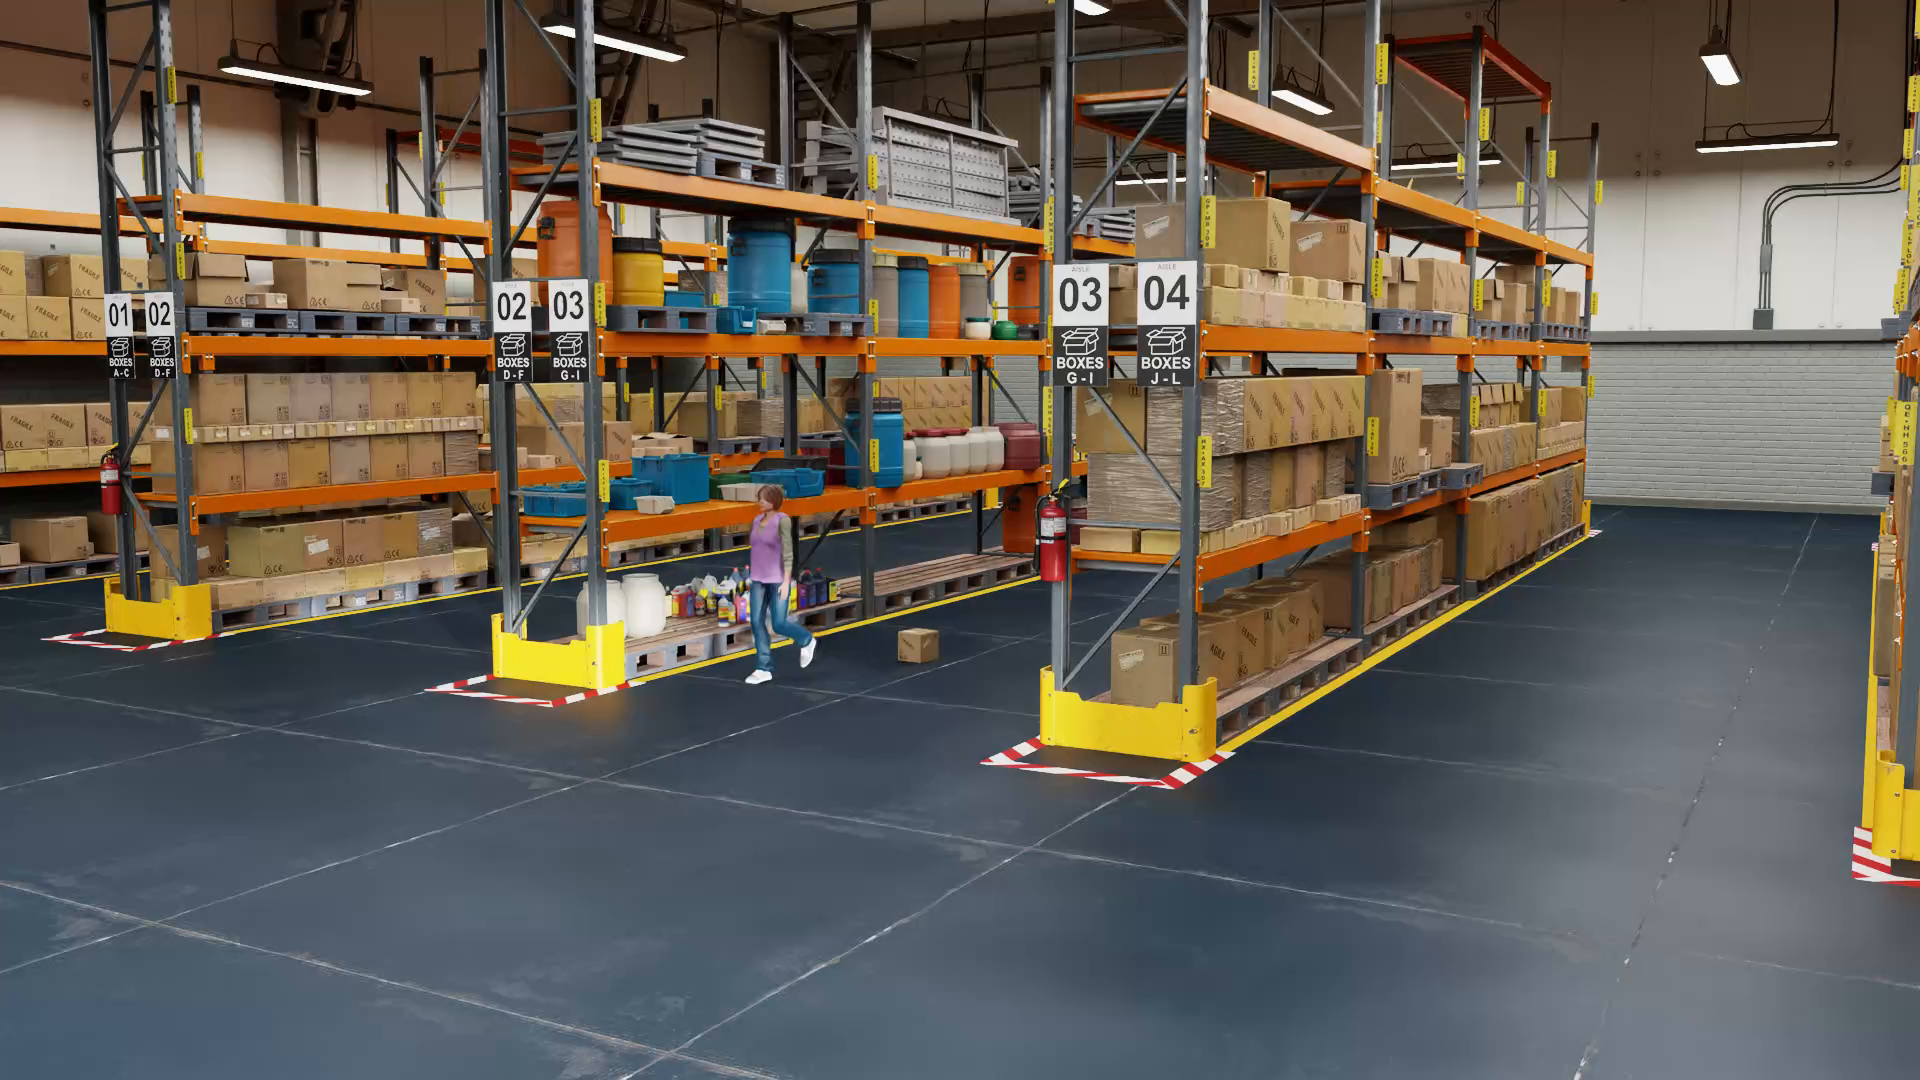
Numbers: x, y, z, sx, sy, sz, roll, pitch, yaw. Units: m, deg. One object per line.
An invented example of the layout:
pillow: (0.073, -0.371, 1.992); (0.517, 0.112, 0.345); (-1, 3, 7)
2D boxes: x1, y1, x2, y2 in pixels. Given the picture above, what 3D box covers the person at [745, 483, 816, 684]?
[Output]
person: (-1.451, 0.334, 13.296); (0.414, 1.586, 0.638); (4, 8, 36)
